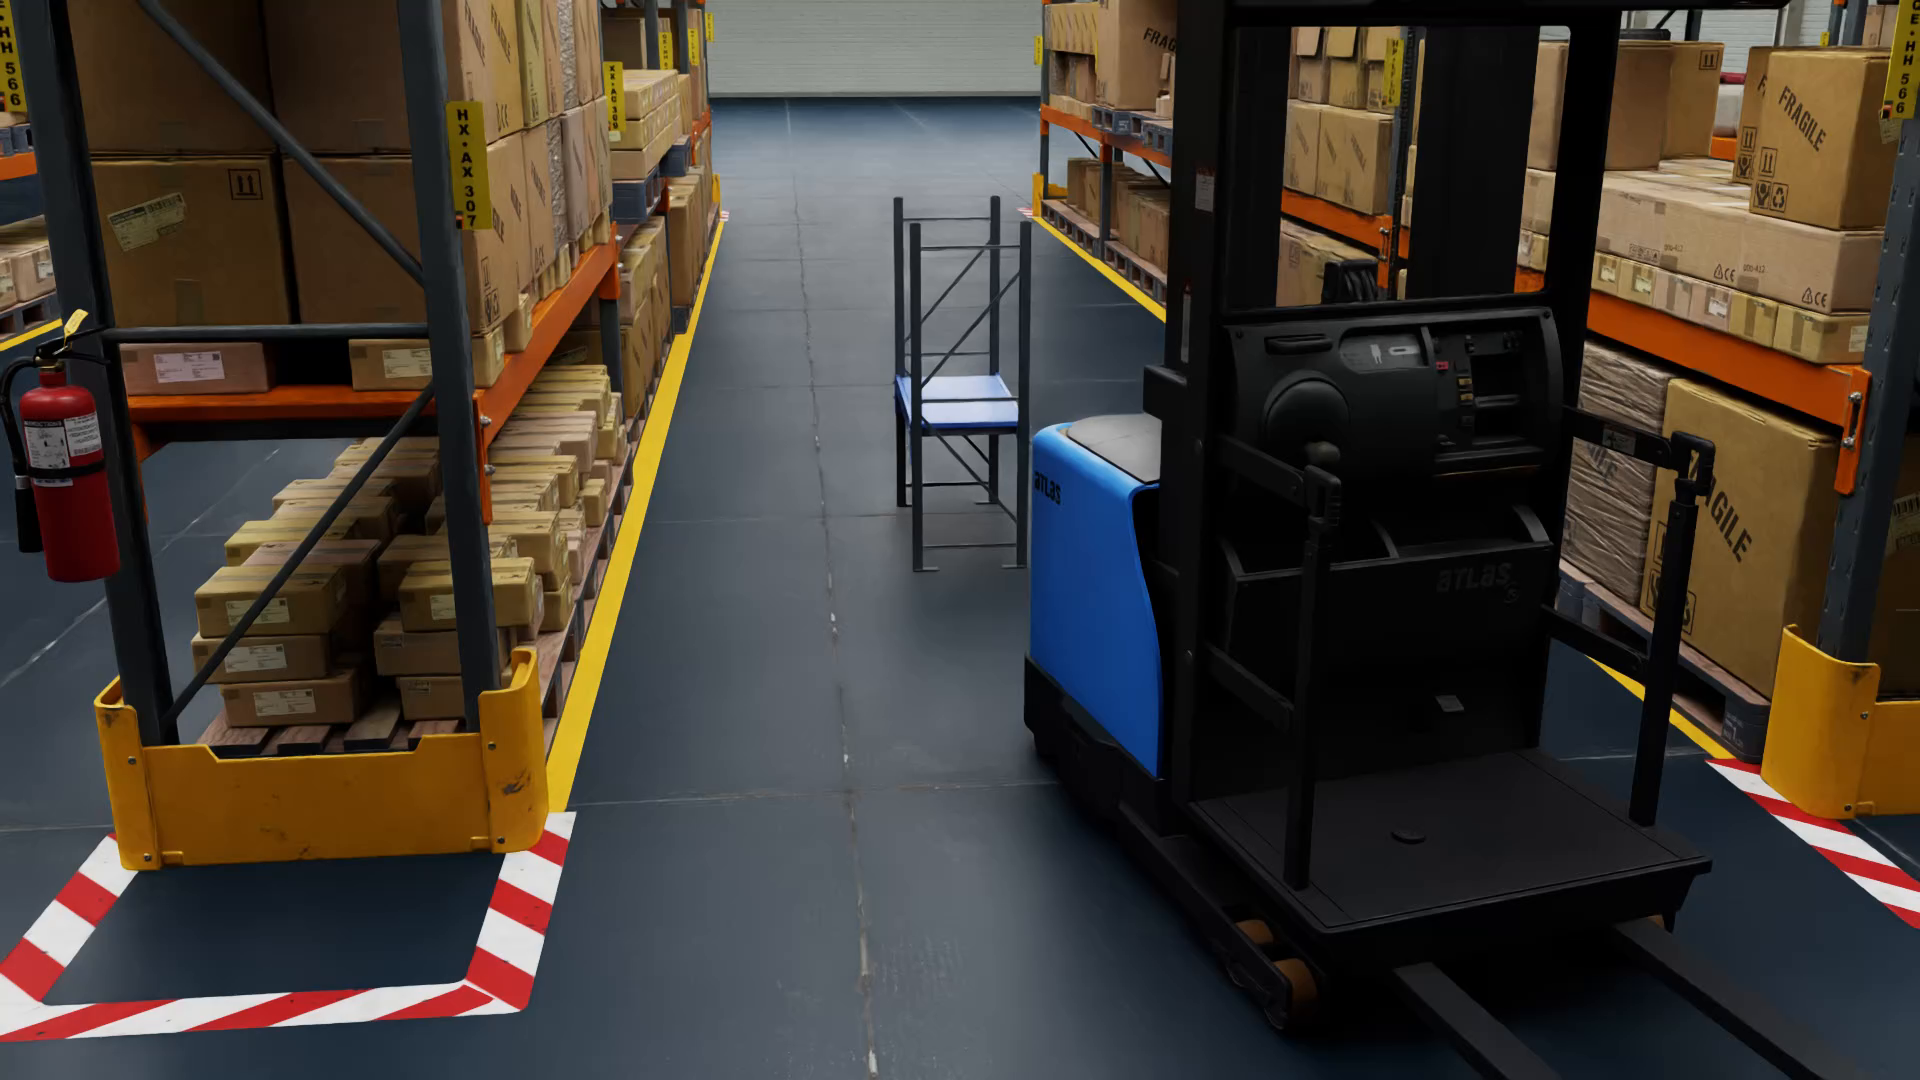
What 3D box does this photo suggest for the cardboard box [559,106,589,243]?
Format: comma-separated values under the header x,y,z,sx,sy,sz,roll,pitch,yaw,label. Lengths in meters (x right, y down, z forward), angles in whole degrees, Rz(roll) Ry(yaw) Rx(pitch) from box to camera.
x,y,z,sx,sy,sz,roll,pitch,yaw,label
-1.796,-1.484,6.732,0.500,0.500,0.500,-2,18,-6,cardboard box

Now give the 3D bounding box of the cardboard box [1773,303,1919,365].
x,y,z,sx,sy,sz,roll,pitch,yaw,label
2.763,-0.640,5.127,0.380,0.149,0.250,-1,17,-5,cardboard box

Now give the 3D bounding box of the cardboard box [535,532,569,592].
x,y,z,sx,sy,sz,roll,pitch,yaw,label
-1.619,0.080,5.977,0.380,0.149,0.250,-1,17,-4,cardboard box

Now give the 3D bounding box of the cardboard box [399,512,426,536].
x,y,z,sx,sy,sz,roll,pitch,yaw,label
-2.284,-0.057,6.413,0.380,0.149,0.250,-1,17,-3,cardboard box

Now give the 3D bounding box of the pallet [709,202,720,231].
x,y,z,sx,sy,sz,roll,pitch,yaw,label
-3.306,-3.742,19.243,1.003,0.211,1.213,-2,18,-6,pallet

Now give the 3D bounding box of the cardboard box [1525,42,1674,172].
x,y,z,sx,sy,sz,roll,pitch,yaw,label
2.611,-1.831,7.005,0.500,0.500,0.500,-2,18,-7,cardboard box

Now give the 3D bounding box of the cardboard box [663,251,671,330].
x,y,z,sx,sy,sz,roll,pitch,yaw,label
-2.314,-1.744,11.697,0.500,0.500,0.500,-2,18,-6,cardboard box

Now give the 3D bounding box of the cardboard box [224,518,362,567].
x,y,z,sx,sy,sz,roll,pitch,yaw,label
-2.245,0.035,5.622,0.380,0.149,0.250,-2,18,-7,cardboard box

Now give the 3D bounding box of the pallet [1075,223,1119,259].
x,y,z,sx,sy,sz,roll,pitch,yaw,label
1.785,-3.108,17.224,1.003,0.211,1.213,-2,18,-6,pallet

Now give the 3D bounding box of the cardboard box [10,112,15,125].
x,y,z,sx,sy,sz,roll,pitch,yaw,label
-7.492,-3.245,12.722,0.380,0.149,0.250,-1,17,-2,cardboard box

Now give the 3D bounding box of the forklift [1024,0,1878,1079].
x,y,z,sx,sy,sz,roll,pitch,yaw,label
1.167,-0.369,3.958,1.130,2.935,3.031,-6,18,-18,forklift

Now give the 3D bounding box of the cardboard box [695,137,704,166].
x,y,z,sx,sy,sz,roll,pitch,yaw,label
-3.146,-3.761,17.494,0.875,0.875,0.875,-2,18,-5,cardboard box

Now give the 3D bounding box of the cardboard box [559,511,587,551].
x,y,z,sx,sy,sz,roll,pitch,yaw,label
-1.725,-0.007,6.752,0.380,0.149,0.250,-2,18,-6,cardboard box

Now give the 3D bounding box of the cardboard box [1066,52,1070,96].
x,y,z,sx,sy,sz,roll,pitch,yaw,label
1.678,-5.311,18.921,0.875,0.500,0.500,-2,18,-6,cardboard box

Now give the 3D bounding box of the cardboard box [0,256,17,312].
x,y,z,sx,sy,sz,roll,pitch,yaw,label
-7.603,-1.857,12.269,0.950,0.372,0.625,-3,18,-9,cardboard box

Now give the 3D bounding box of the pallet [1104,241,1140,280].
x,y,z,sx,sy,sz,roll,pitch,yaw,label
1.972,-2.677,15.851,1.003,0.211,1.213,-2,18,-6,pallet

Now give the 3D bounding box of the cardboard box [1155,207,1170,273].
x,y,z,sx,sy,sz,roll,pitch,yaw,label
2.078,-2.597,14.381,0.700,0.500,0.500,0,17,-1,cardboard box

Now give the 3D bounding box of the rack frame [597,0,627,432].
x,y,z,sx,sy,sz,roll,pitch,yaw,label
-2.229,-1.733,8.188,1.000,3.000,0.127,-2,18,-6,rack frame

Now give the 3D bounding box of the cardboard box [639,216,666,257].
x,y,z,sx,sy,sz,roll,pitch,yaw,label
-2.310,-2.094,11.560,0.500,0.250,0.500,-2,18,-7,cardboard box

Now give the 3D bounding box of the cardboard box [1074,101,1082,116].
x,y,z,sx,sy,sz,roll,pitch,yaw,label
1.435,-4.622,17.810,0.380,0.149,0.250,-2,18,-6,cardboard box

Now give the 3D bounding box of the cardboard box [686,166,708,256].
x,y,z,sx,sy,sz,roll,pitch,yaw,label
-2.901,-3.061,15.474,1.050,0.750,0.750,-2,18,-6,cardboard box

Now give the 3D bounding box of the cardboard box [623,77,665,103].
x,y,z,sx,sy,sz,roll,pitch,yaw,label
-1.978,-2.694,9.975,0.380,0.149,0.250,-1,17,-4,cardboard box

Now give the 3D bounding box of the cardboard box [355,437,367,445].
x,y,z,sx,sy,sz,roll,pitch,yaw,label
-2.360,-0.435,7.118,0.380,0.149,0.250,-1,17,-4,cardboard box

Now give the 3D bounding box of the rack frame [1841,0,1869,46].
x,y,z,sx,sy,sz,roll,pitch,yaw,label
7.229,-3.200,12.864,1.000,3.000,0.127,-2,18,-6,rack frame

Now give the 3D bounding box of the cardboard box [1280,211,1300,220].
x,y,z,sx,sy,sz,roll,pitch,yaw,label
2.437,-1.762,11.128,1.225,0.875,0.875,-2,18,-5,cardboard box

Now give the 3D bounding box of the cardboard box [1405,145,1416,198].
x,y,z,sx,sy,sz,roll,pitch,yaw,label
2.503,-1.778,8.086,0.500,0.250,0.500,-2,18,-7,cardboard box

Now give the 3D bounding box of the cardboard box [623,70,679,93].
x,y,z,sx,sy,sz,roll,pitch,yaw,label
-2.135,-3.157,11.450,0.380,0.149,0.250,-2,18,-8,cardboard box

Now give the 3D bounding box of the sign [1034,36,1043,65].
x,y,z,sx,sy,sz,roll,pitch,yaw,label
0.938,-5.827,19.785,0.100,0.325,0.005,-2,18,-6,sign

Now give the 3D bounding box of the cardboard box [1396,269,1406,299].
x,y,z,sx,sy,sz,roll,pitch,yaw,label
2.703,-0.843,8.201,0.875,0.875,0.875,-2,18,-6,cardboard box

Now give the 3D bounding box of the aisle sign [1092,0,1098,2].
x,y,z,sx,sy,sz,roll,pitch,yaw,label
1.769,-6.699,19.667,0.394,0.787,0.004,-2,18,-6,aisle sign

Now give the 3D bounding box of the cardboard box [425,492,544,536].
x,y,z,sx,sy,sz,roll,pitch,yaw,label
-1.687,-0.060,5.926,0.380,0.149,0.250,-3,18,-8,cardboard box

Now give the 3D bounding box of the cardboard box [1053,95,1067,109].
x,y,z,sx,sy,sz,roll,pitch,yaw,label
1.287,-5.069,19.234,0.380,0.149,0.250,-2,18,-6,cardboard box

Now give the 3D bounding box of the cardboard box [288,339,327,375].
x,y,z,sx,sy,sz,roll,pitch,yaw,label
-2.119,-0.585,4.951,0.380,0.149,0.250,-2,18,-6,cardboard box

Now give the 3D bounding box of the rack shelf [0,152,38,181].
x,y,z,sx,sy,sz,roll,pitch,yaw,label
-7.761,-2.994,13.407,1.077,0.370,4.000,-2,18,-6,rack shelf

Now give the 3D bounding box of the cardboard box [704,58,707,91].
x,y,z,sx,sy,sz,roll,pitch,yaw,label
-3.383,-5.270,19.206,0.875,0.550,0.550,-2,18,-6,cardboard box

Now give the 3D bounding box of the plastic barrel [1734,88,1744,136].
x,y,z,sx,sy,sz,roll,pitch,yaw,label
6.867,-3.679,14.202,0.421,0.512,0.421,0,17,0,plastic barrel

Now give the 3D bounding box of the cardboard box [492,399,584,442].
x,y,z,sx,sy,sz,roll,pitch,yaw,label
-1.886,-0.530,7.423,0.380,0.149,0.250,-1,17,-4,cardboard box

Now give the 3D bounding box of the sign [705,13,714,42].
x,y,z,sx,sy,sz,roll,pitch,yaw,label
-2.926,-5.986,19.407,0.100,0.325,0.005,-2,18,-6,sign

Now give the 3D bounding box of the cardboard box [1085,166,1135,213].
x,y,z,sx,sy,sz,roll,pitch,yaw,label
1.666,-3.888,18.526,0.500,0.500,0.500,0,17,0,cardboard box

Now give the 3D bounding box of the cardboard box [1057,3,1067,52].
x,y,z,sx,sy,sz,roll,pitch,yaw,label
1.360,-5.627,18.261,0.500,0.500,0.500,-2,18,-6,cardboard box

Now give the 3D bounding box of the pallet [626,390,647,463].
x,y,z,sx,sy,sz,roll,pitch,yaw,label
-2.311,-0.634,9.344,1.003,0.211,1.213,-2,18,-6,pallet

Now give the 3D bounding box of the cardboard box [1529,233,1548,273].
x,y,z,sx,sy,sz,roll,pitch,yaw,label
2.577,-1.173,6.825,0.380,0.149,0.250,-2,18,-7,cardboard box

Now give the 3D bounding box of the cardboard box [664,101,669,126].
x,y,z,sx,sy,sz,roll,pitch,yaw,label
-2.002,-2.629,10.266,0.380,0.149,0.250,-1,17,-4,cardboard box

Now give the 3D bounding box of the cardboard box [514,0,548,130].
x,y,z,sx,sy,sz,roll,pitch,yaw,label
-1.688,-1.655,5.609,0.500,0.500,0.500,-2,18,-7,cardboard box

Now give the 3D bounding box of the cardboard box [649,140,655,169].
x,y,z,sx,sy,sz,roll,pitch,yaw,label
-1.868,-2.102,9.082,0.380,0.149,0.250,-2,18,-5,cardboard box

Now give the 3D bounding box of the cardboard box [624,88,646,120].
x,y,z,sx,sy,sz,roll,pitch,yaw,label
-1.812,-2.229,8.493,0.380,0.149,0.250,-1,17,-3,cardboard box

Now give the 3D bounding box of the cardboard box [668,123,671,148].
x,y,z,sx,sy,sz,roll,pitch,yaw,label
-2.031,-2.567,10.564,0.380,0.149,0.250,-3,18,-8,cardboard box

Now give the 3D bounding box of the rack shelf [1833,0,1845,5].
x,y,z,sx,sy,sz,roll,pitch,yaw,label
11.537,-6.228,18.700,1.077,0.370,4.000,-2,18,-6,rack shelf

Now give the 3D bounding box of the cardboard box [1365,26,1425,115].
x,y,z,sx,sy,sz,roll,pitch,yaw,label
2.641,-2.572,9.020,0.797,0.503,0.637,-2,18,-7,cardboard box

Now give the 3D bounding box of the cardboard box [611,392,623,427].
x,y,z,sx,sy,sz,roll,pitch,yaw,label
-1.880,-0.631,8.240,0.380,0.149,0.250,-1,17,-5,cardboard box

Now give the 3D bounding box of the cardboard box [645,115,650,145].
x,y,z,sx,sy,sz,roll,pitch,yaw,label
-1.841,-2.164,8.783,0.380,0.149,0.250,-2,18,-7,cardboard box

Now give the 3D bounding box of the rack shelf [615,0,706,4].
x,y,z,sx,sy,sz,roll,pitch,yaw,label
-3.260,-5.800,17.336,1.077,0.370,4.000,-2,18,-6,rack shelf

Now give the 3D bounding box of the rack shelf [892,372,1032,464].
x,y,z,sx,sy,sz,roll,pitch,yaw,label
-0.009,-0.569,7.587,0.538,0.185,1.000,-2,18,-6,rack shelf

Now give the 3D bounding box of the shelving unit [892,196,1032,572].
x,y,z,sx,sy,sz,roll,pitch,yaw,label
-0.009,-0.741,7.533,0.538,1.500,1.048,-2,18,-6,shelving unit

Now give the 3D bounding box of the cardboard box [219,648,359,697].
x,y,z,sx,sy,sz,roll,pitch,yaw,label
-2.205,0.395,5.469,0.380,0.149,0.250,-1,17,-4,cardboard box

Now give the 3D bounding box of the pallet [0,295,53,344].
x,y,z,sx,sy,sz,roll,pitch,yaw,label
-7.634,-1.644,12.560,1.003,0.211,1.213,-2,18,-6,pallet

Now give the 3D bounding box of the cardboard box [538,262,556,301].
x,y,z,sx,sy,sz,roll,pitch,yaw,label
-1.735,-0.991,6.245,0.380,0.149,0.250,-1,17,-4,cardboard box
